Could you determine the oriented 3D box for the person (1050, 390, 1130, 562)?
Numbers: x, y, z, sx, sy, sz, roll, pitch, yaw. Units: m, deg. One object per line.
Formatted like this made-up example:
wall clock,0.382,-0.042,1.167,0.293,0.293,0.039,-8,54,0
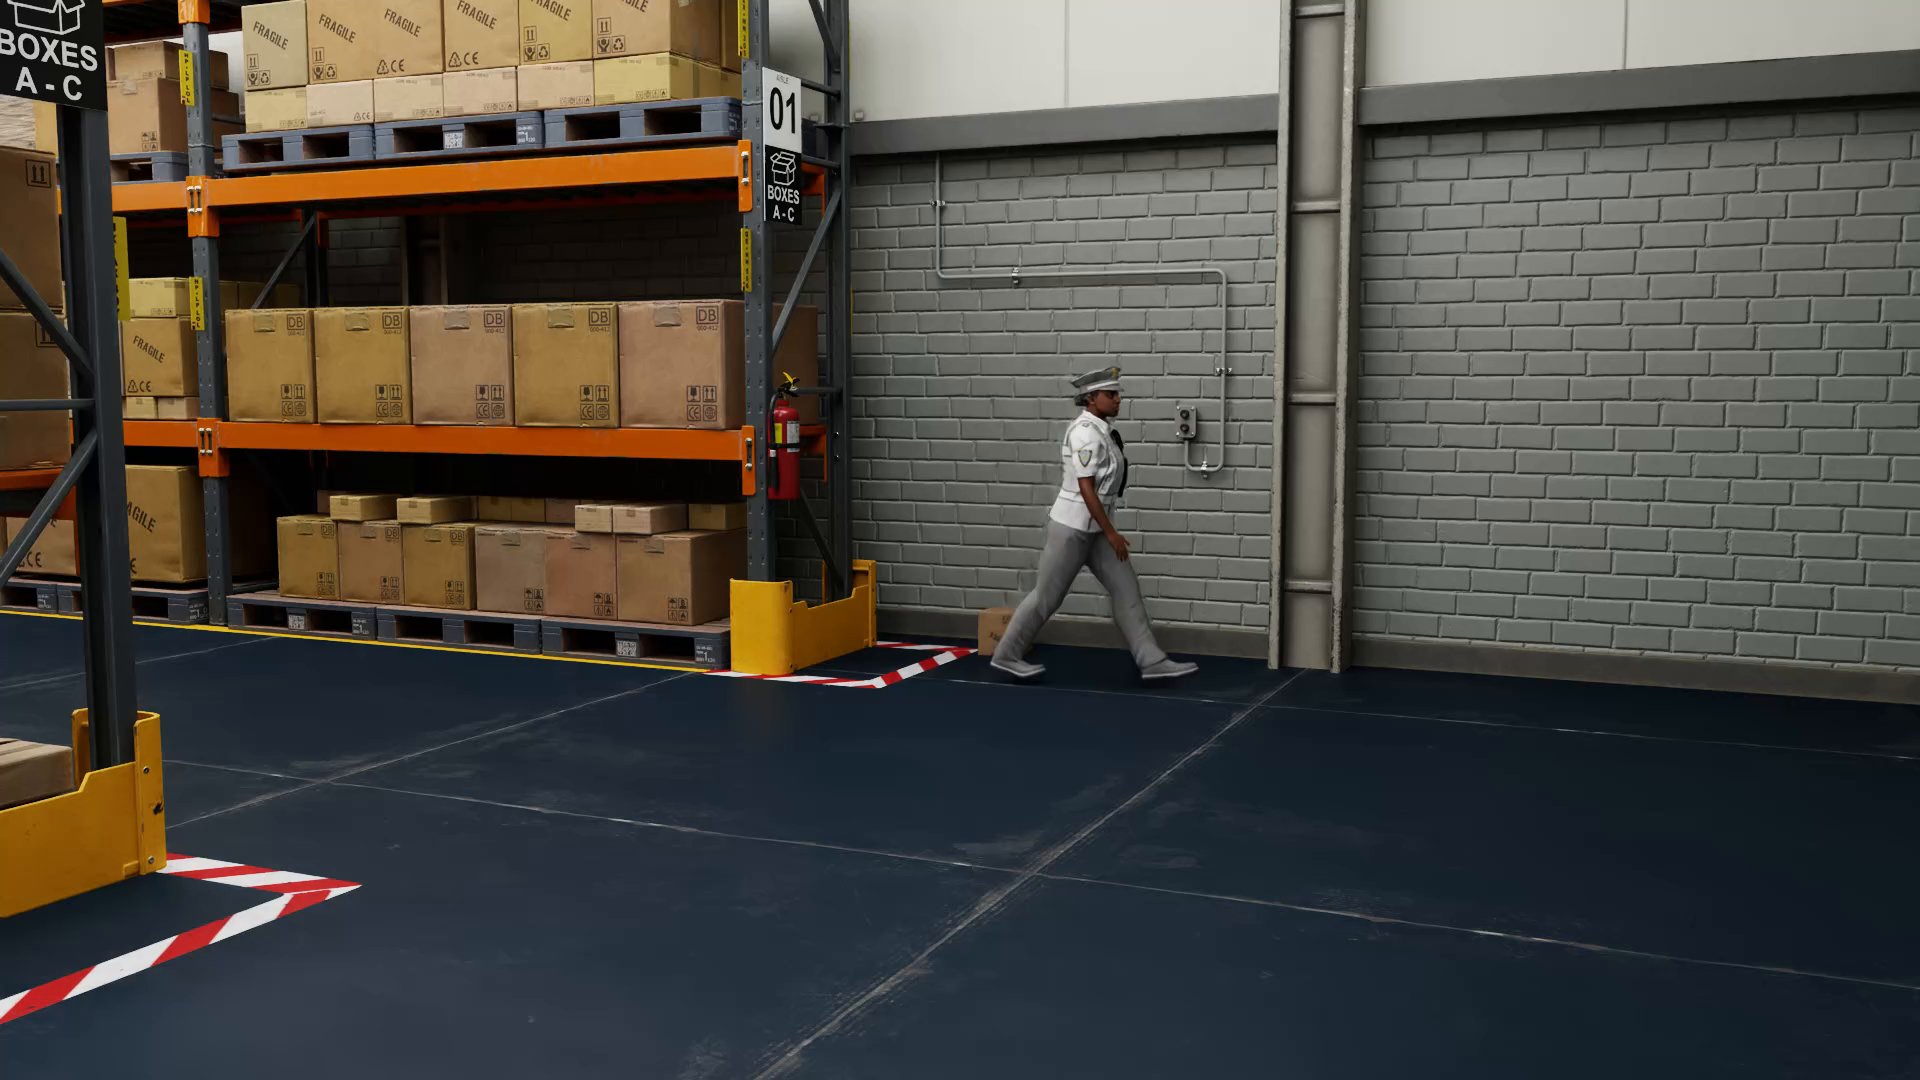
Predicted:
person,0.660,-0.380,8.423,0.516,0.952,0.484,3,6,24
